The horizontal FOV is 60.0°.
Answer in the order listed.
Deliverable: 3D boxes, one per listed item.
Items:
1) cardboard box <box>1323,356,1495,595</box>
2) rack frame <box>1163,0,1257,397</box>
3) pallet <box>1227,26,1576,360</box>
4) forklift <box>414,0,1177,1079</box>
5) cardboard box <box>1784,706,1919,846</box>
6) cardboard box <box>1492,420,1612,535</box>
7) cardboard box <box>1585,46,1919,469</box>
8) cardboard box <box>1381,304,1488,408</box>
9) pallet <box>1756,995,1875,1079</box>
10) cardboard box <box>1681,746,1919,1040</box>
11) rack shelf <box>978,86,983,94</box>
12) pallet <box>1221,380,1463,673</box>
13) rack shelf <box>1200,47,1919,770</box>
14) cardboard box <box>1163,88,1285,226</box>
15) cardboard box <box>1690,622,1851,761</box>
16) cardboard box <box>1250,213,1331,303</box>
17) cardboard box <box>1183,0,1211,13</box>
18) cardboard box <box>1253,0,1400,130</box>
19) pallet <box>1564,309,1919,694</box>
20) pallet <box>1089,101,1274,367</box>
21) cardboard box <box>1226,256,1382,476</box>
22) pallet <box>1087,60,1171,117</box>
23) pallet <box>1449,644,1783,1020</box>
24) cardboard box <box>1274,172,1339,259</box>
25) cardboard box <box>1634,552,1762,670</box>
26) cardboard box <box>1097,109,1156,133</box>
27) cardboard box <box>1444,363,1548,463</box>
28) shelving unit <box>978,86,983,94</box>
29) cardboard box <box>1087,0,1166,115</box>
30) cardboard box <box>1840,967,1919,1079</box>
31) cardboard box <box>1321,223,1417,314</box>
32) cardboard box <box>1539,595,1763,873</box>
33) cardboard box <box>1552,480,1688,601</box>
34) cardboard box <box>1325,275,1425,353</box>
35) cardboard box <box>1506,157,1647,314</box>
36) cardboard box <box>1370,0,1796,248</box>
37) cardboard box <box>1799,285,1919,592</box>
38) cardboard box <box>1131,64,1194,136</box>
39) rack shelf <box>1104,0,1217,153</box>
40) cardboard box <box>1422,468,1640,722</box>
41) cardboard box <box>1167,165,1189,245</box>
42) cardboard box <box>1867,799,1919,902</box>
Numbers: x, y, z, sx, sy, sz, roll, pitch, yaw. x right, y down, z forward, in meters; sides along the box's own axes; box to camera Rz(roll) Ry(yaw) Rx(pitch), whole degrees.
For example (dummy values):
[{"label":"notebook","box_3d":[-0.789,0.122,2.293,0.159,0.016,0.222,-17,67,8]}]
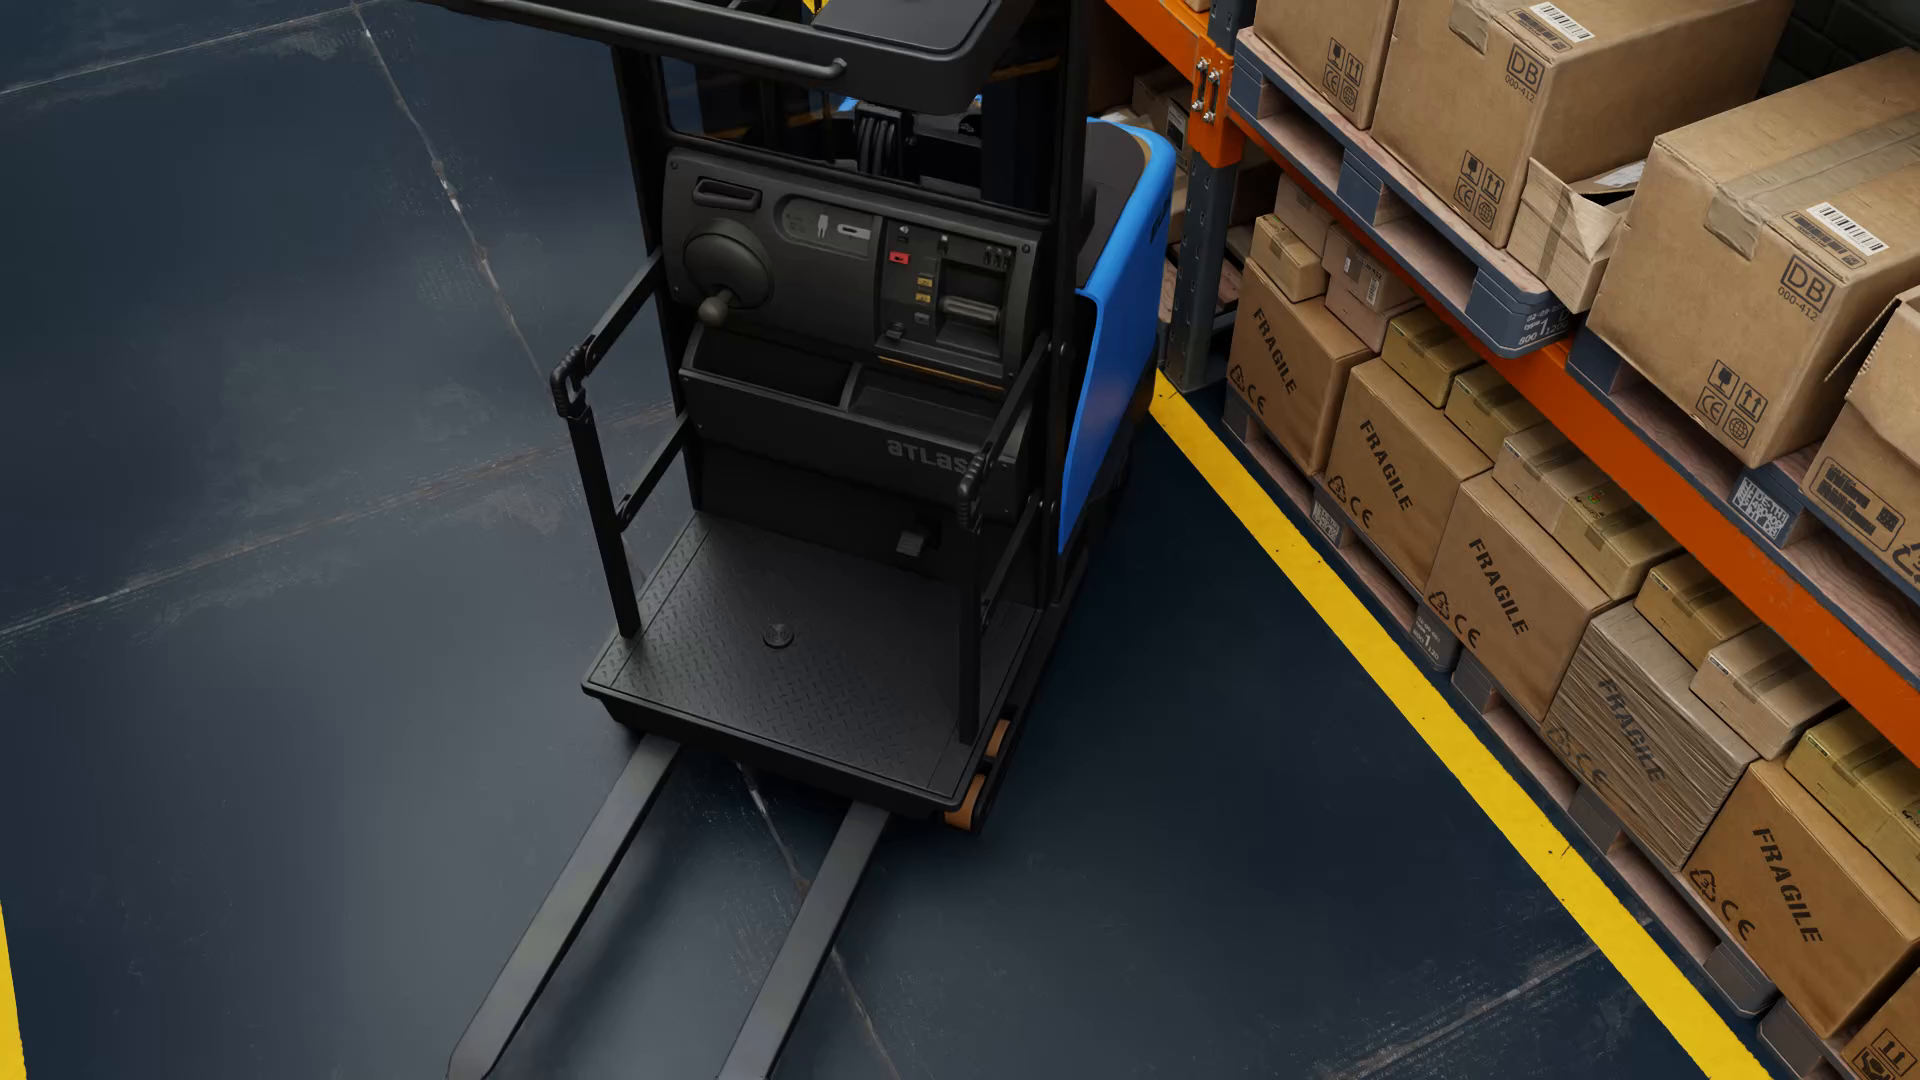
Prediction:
[{"label":"cardboard box","box_3d":[1.449,-0.252,4.860,0.500,0.500,0.500,-22,52,-18]},{"label":"rack frame","box_3d":[1.176,-1.691,4.737,1.000,3.000,0.127,-21,52,-18]},{"label":"pallet","box_3d":[1.444,-1.056,4.308,1.003,0.211,1.213,-21,52,-18]},{"label":"forklift","box_3d":[-0.346,-0.535,3.771,1.130,2.935,3.031,16,51,13]},{"label":"cardboard box","box_3d":[2.126,0.491,3.778,0.380,0.149,0.250,-22,52,-18]},{"label":"cardboard box","box_3d":[1.645,-0.203,4.386,0.380,0.149,0.250,-21,52,-18]},{"label":"cardboard box","box_3d":[1.794,-0.590,3.428,0.700,0.500,0.500,-21,52,-18]},{"label":"cardboard box","box_3d":[1.426,-0.562,4.699,0.380,0.149,0.250,-24,53,-19]},{"label":"pallet","box_3d":[2.698,1.391,3.893,1.003,0.211,1.213,-21,52,-18]},{"label":"cardboard box","box_3d":[2.160,0.774,3.962,0.500,0.500,0.500,-19,52,-16]},{"label":"rack shelf","box_3d":[0.010,-1.413,5.481,0.258,0.148,0.480,-18,51,-15]},{"label":"pallet","box_3d":[1.581,-0.242,5.321,1.003,0.211,1.213,-21,52,-18]},{"label":"rack shelf","box_3d":[2.091,-0.116,3.837,1.077,0.370,4.000,-21,52,-18]},{"label":"cardboard box","box_3d":[1.083,-1.468,6.048,0.500,0.311,0.500,-19,52,-16]},{"label":"cardboard box","box_3d":[1.973,0.316,3.931,0.380,0.149,0.250,-23,53,-19]},{"label":"cardboard box","box_3d":[1.103,-0.888,4.985,0.380,0.149,0.250,-19,51,-16]},{"label":"cardboard box","box_3d":[0.805,-1.735,4.942,0.380,0.149,0.250,-21,52,-17]},{"label":"cardboard box","box_3d":[1.198,-1.462,4.190,0.700,0.500,0.500,-20,52,-17]},{"label":"pallet","box_3d":[2.112,-0.251,3.604,1.003,0.211,1.213,-21,52,-18]},{"label":"pallet","box_3d":[0.862,-1.233,6.189,1.003,0.211,1.213,-21,52,-18]},{"label":"cardboard box","box_3d":[1.197,-0.605,5.168,0.500,0.500,0.500,-19,52,-16]},{"label":"pallet","box_3d":[0.300,-2.051,6.904,1.003,0.211,1.213,-21,52,-18]},{"label":"pallet","box_3d":[2.144,0.576,4.606,1.003,0.211,1.213,-21,52,-18]},{"label":"cardboard box","box_3d":[1.157,-1.007,4.891,0.380,0.149,0.250,-22,52,-18]},{"label":"cardboard box","box_3d":[1.906,0.134,4.090,0.380,0.149,0.250,-21,52,-17]},{"label":"cardboard box","box_3d":[0.496,-1.440,6.054,0.396,0.266,0.258,-19,52,-16]},{"label":"cardboard box","box_3d":[1.564,-0.383,4.543,0.380,0.149,0.250,-22,52,-18]},{"label":"shelving unit","box_3d":[0.010,-1.310,5.599,0.258,1.200,0.503,-18,51,-15]},{"label":"cardboard box","box_3d":[0.372,-1.962,6.354,0.700,0.500,0.500,-23,53,-19]},{"label":"cardboard box","box_3d":[2.402,1.123,3.657,0.500,0.500,0.500,-22,52,-18]},{"label":"cardboard box","box_3d":[1.265,-0.829,4.735,0.380,0.149,0.250,-24,53,-19]},{"label":"cardboard box","box_3d":[1.906,0.432,4.261,0.500,0.500,0.500,-23,53,-19]},{"label":"cardboard box","box_3d":[1.756,-0.036,4.240,0.380,0.149,0.250,-19,52,-16]},{"label":"cardboard box","box_3d":[1.299,-0.730,4.846,0.380,0.149,0.250,-22,53,-19]},{"label":"cardboard box","box_3d":[1.470,-0.723,3.700,0.396,0.266,0.258,-19,51,-16]},{"label":"cardboard box","box_3d":[1.435,-1.115,3.887,0.700,0.500,0.500,-21,52,-17]},{"label":"cardboard box","box_3d":[2.095,-0.215,3.098,0.797,0.503,0.637,-22,52,-18]},{"label":"cardboard box","box_3d":[0.885,-1.705,6.363,0.380,0.149,0.250,-22,52,-18]},{"label":"rack shelf","box_3d":[0.260,-2.793,6.178,1.077,0.370,4.000,-21,52,-18]},{"label":"cardboard box","box_3d":[1.674,0.083,4.566,0.500,0.500,0.500,-23,53,-19]},{"label":"cardboard box","box_3d":[0.660,-1.163,5.889,0.380,0.149,0.250,-23,53,-19]},{"label":"cardboard box","box_3d":[2.241,0.658,3.633,0.380,0.149,0.250,-20,52,-16]}]
